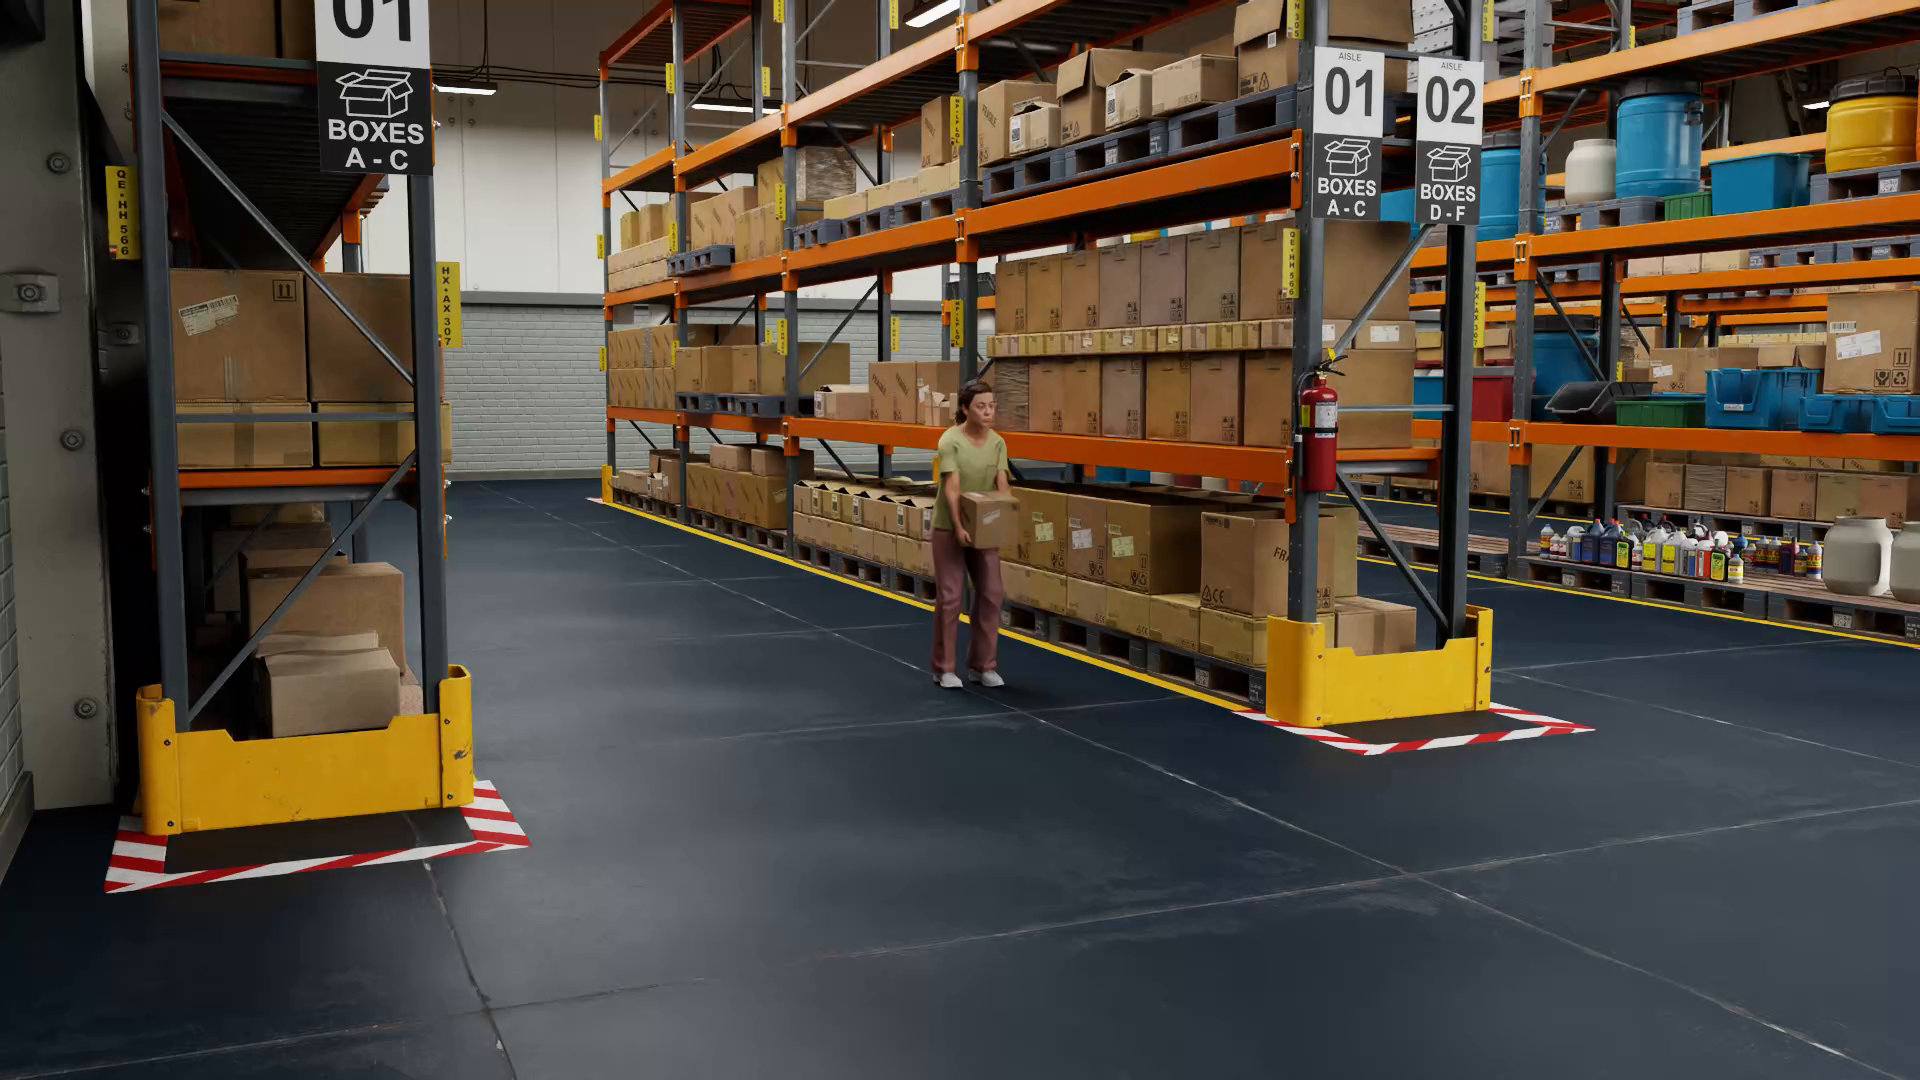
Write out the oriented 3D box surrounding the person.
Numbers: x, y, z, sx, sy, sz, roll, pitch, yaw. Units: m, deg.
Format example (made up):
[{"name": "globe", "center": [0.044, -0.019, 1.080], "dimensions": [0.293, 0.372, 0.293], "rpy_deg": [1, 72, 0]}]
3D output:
[{"name": "person", "center": [0.075, -0.031, 8.930], "dimensions": [0.409, 1.654, 0.521], "rpy_deg": [-3, 6, -25]}]
